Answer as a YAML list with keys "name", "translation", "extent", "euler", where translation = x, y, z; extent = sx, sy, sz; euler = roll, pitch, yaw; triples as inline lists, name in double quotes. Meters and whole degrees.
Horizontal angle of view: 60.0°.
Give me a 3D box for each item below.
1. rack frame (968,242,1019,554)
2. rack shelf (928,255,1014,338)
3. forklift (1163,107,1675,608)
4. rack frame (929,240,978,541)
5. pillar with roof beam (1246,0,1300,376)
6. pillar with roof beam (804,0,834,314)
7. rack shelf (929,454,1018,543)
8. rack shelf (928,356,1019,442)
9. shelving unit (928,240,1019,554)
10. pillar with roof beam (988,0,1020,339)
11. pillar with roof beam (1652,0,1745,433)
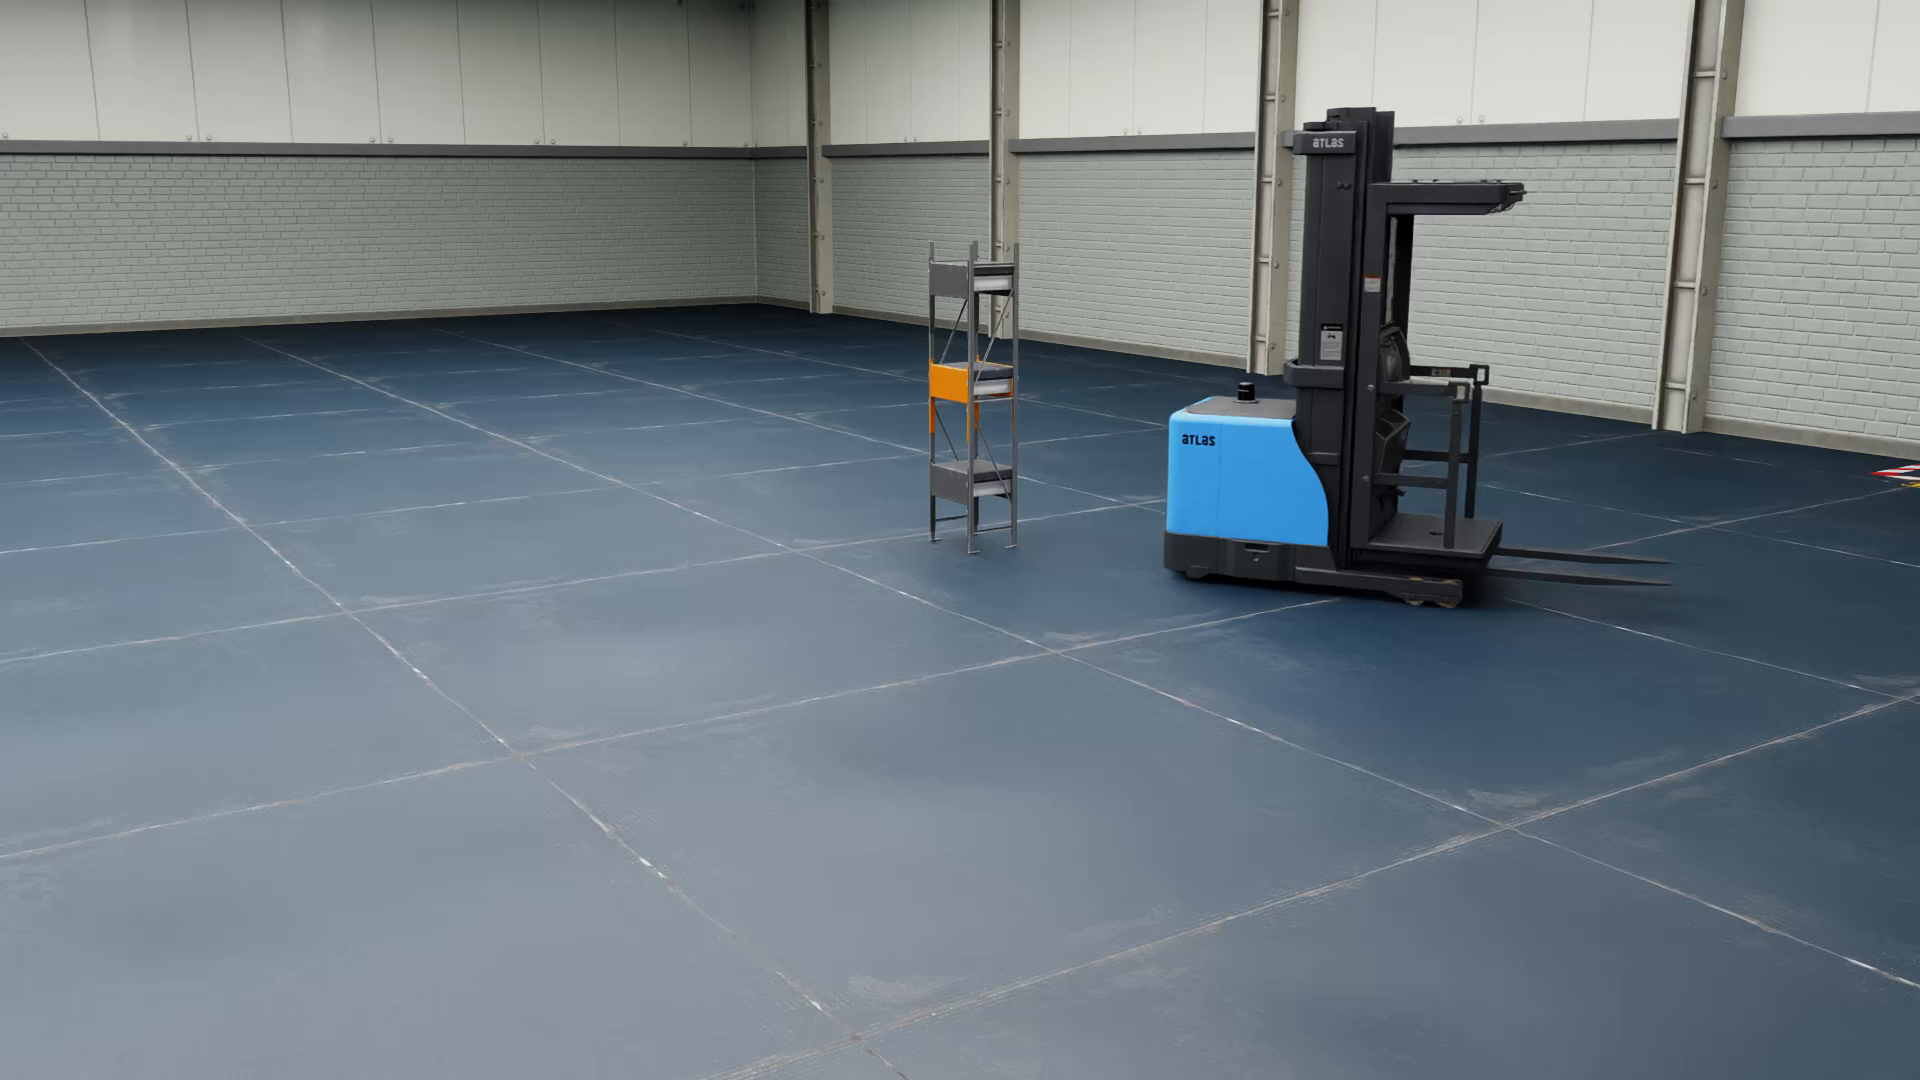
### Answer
- name: "rack frame"
  translation: [0.227, -0.953, 11.304]
  extent: [0.400, 2.100, 0.015]
  euler: [-8, 15, -33]
- name: "rack shelf"
  translation: [0.092, -1.667, 11.356]
  extent: [0.431, 0.518, 0.480]
  euler: [-8, 15, -33]
- name: "forklift"
  translation: [2.878, -1.151, 10.264]
  extent: [3.031, 2.935, 1.130]
  euler: [5, 13, 23]
- name: "rack frame"
  translation: [-0.043, -1.040, 11.701]
  extent: [0.400, 2.100, 0.015]
  euler: [-8, 15, -33]
- name: "pillar with roof beam"
  translation: [0.435, -6.081, 18.604]
  extent: [9.100, 9.000, 0.400]
  euler: [-8, 15, -33]
- name: "pillar with roof beam"
  translation: [-6.214, -8.215, 28.363]
  extent: [9.100, 9.000, 0.400]
  euler: [-8, 15, -33]
- name: "rack shelf"
  translation: [0.092, -0.299, 11.655]
  extent: [0.431, 0.518, 0.480]
  euler: [-8, 15, -33]
- name: "rack shelf"
  translation: [0.092, -0.983, 11.506]
  extent: [0.431, 0.518, 0.480]
  euler: [-8, 15, -33]
- name: "shelving unit"
  translation: [0.092, -0.996, 11.503]
  extent: [0.431, 2.100, 0.503]
  euler: [-8, 15, -33]
- name: "pillar with roof beam"
  translation: [-2.889, -7.148, 23.484]
  extent: [9.100, 9.000, 0.400]
  euler: [-8, 15, -33]
- name: "pillar with roof beam"
  translation: [3.759, -5.014, 13.724]
  extent: [9.100, 9.000, 0.400]
  euler: [-8, 15, -33]
